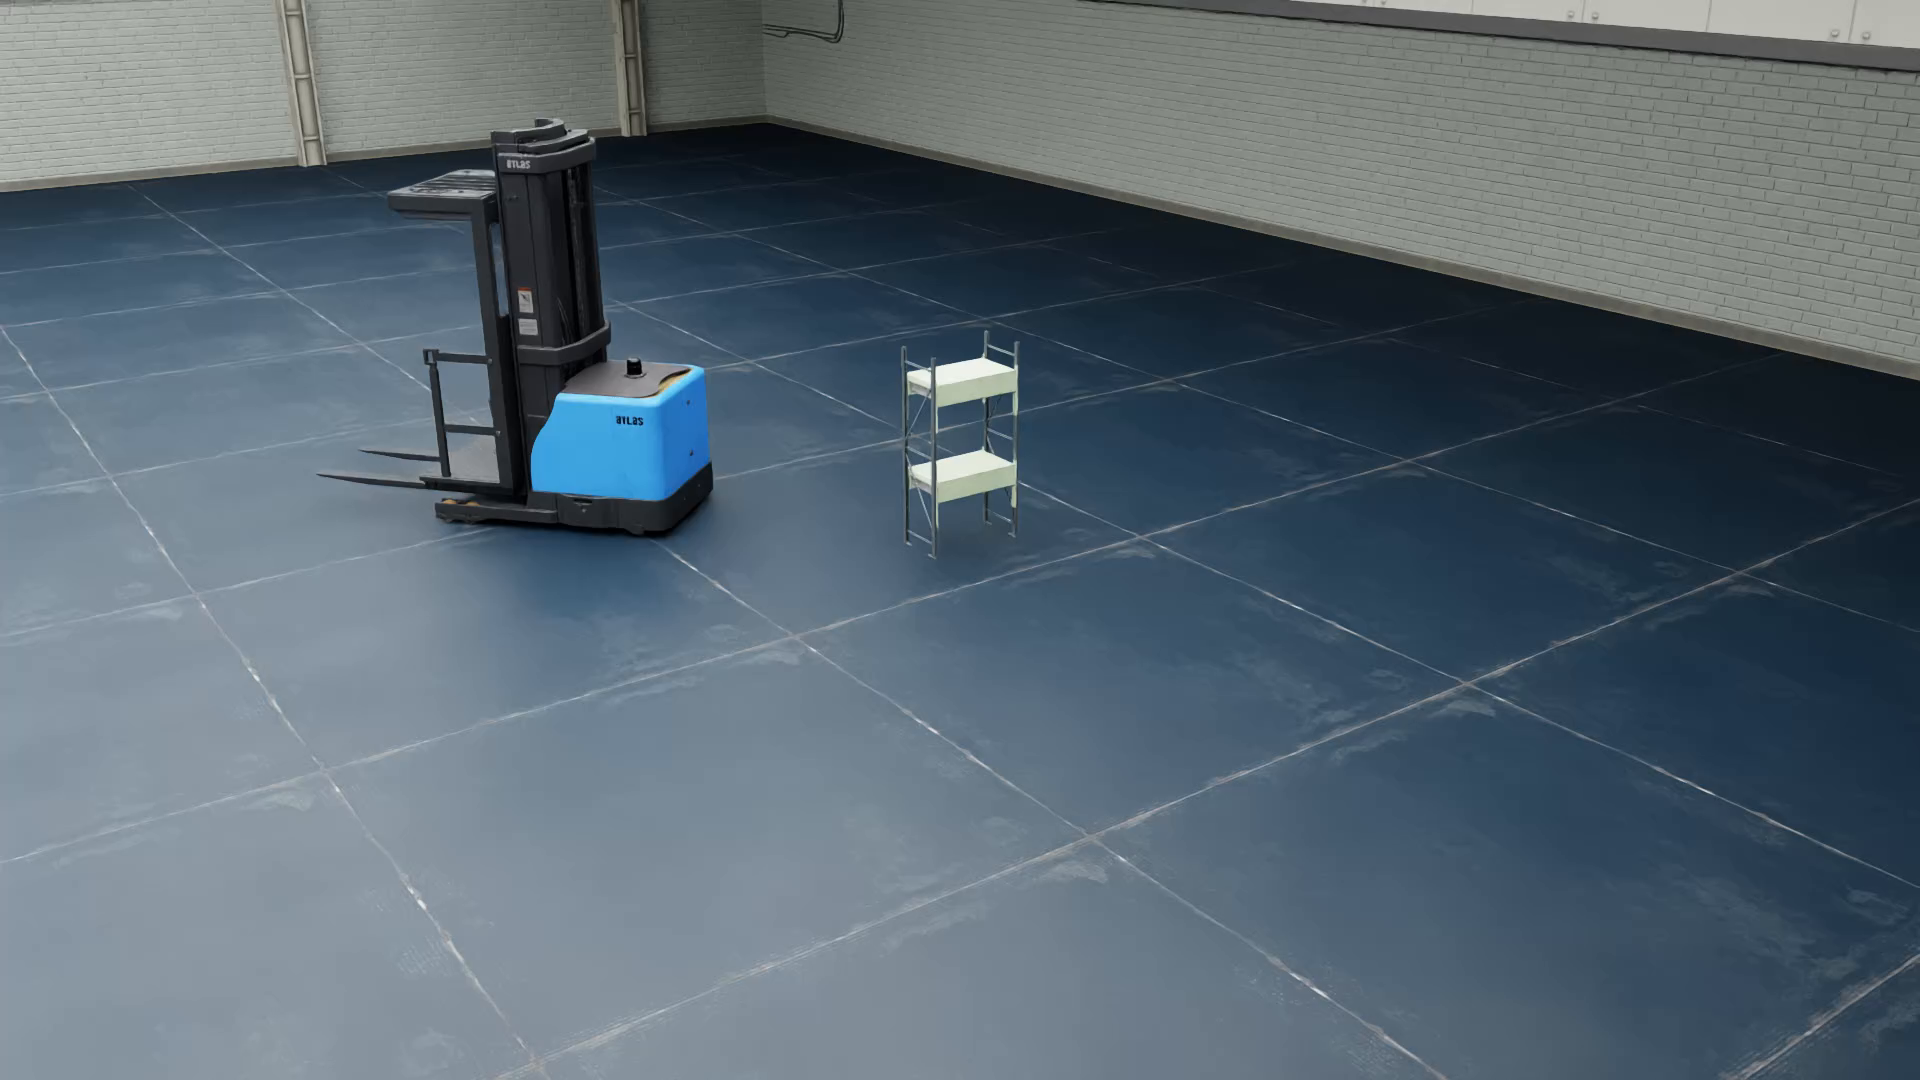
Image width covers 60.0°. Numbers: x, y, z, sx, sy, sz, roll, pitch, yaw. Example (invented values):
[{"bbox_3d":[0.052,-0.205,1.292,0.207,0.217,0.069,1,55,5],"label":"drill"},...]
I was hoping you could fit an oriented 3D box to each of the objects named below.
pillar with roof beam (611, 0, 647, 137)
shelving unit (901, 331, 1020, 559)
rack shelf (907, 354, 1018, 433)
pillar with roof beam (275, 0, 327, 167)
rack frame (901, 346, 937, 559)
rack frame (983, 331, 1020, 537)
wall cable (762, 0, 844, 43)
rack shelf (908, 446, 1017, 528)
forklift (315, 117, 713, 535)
[{"bbox_3d":[-3.714,-10.619,26.866,0.400,9.000,9.100,-15,26,-33],"label":"pillar with roof beam"},{"bbox_3d":[0.005,-0.698,12.122,0.755,1.500,0.431,-15,26,-33],"label":"shelving unit"},{"bbox_3d":[0.005,-1.061,11.977,0.720,0.370,0.431,-15,26,-33],"label":"rack shelf"},{"bbox_3d":[-8.585,-9.320,23.611,0.400,9.000,9.100,-15,26,-33],"label":"pillar with roof beam"},{"bbox_3d":[-0.292,-0.619,11.924,0.023,1.500,0.400,-15,26,-33],"label":"rack frame"},{"bbox_3d":[0.303,-0.777,12.321,0.023,1.500,0.400,-15,26,-33],"label":"rack frame"},{"bbox_3d":[-3.065,-10.712,31.288,0.112,2.526,3.097,-15,26,-33],"label":"wall cable"},{"bbox_3d":[0.005,-0.395,12.243,0.720,0.370,0.431,-15,26,-33],"label":"rack shelf"},{"bbox_3d":[-3.534,-1.669,12.625,3.031,2.935,1.130,5,22,12],"label":"forklift"}]
